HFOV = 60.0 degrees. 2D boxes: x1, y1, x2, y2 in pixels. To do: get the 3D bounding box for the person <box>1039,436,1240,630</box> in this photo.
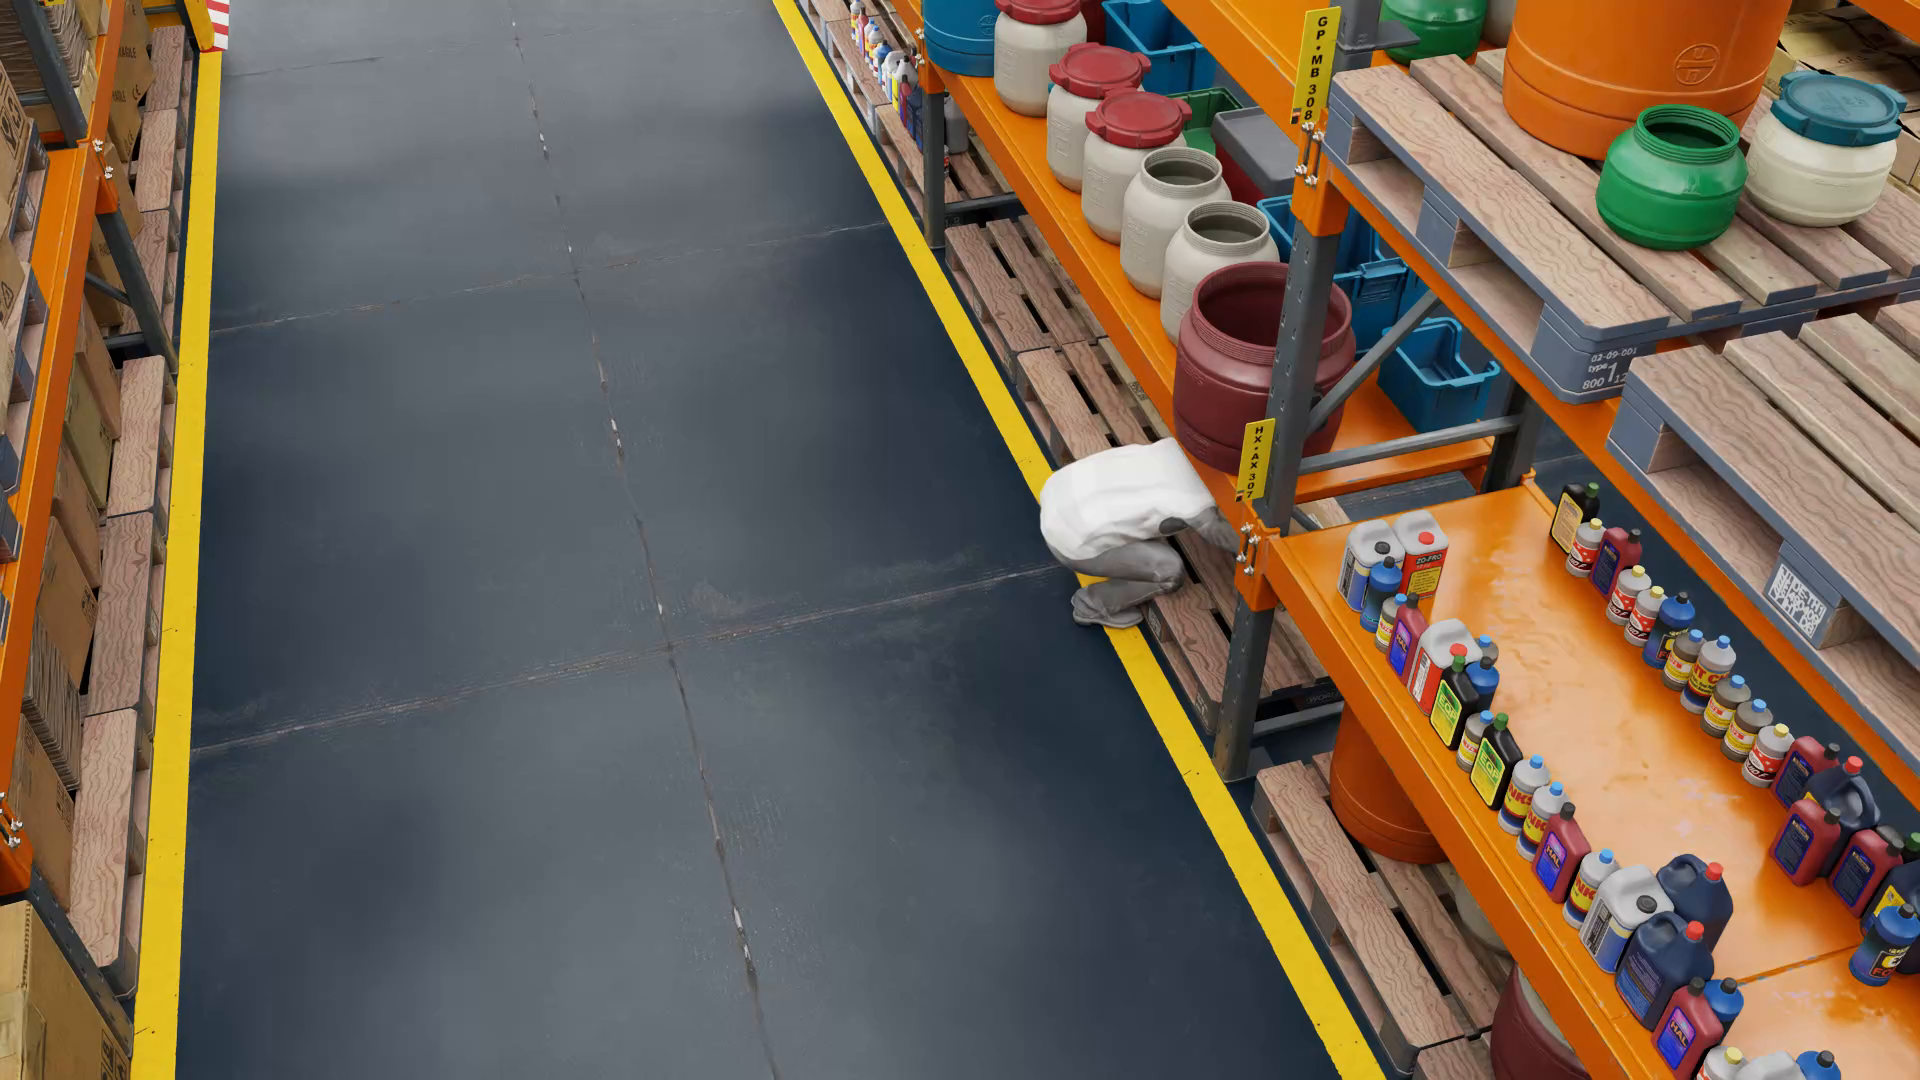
[{"bbox_3d":[0.926,-0.050,6.927,1.200,0.806,0.495,-1,42,-1],"label":"person"}]
